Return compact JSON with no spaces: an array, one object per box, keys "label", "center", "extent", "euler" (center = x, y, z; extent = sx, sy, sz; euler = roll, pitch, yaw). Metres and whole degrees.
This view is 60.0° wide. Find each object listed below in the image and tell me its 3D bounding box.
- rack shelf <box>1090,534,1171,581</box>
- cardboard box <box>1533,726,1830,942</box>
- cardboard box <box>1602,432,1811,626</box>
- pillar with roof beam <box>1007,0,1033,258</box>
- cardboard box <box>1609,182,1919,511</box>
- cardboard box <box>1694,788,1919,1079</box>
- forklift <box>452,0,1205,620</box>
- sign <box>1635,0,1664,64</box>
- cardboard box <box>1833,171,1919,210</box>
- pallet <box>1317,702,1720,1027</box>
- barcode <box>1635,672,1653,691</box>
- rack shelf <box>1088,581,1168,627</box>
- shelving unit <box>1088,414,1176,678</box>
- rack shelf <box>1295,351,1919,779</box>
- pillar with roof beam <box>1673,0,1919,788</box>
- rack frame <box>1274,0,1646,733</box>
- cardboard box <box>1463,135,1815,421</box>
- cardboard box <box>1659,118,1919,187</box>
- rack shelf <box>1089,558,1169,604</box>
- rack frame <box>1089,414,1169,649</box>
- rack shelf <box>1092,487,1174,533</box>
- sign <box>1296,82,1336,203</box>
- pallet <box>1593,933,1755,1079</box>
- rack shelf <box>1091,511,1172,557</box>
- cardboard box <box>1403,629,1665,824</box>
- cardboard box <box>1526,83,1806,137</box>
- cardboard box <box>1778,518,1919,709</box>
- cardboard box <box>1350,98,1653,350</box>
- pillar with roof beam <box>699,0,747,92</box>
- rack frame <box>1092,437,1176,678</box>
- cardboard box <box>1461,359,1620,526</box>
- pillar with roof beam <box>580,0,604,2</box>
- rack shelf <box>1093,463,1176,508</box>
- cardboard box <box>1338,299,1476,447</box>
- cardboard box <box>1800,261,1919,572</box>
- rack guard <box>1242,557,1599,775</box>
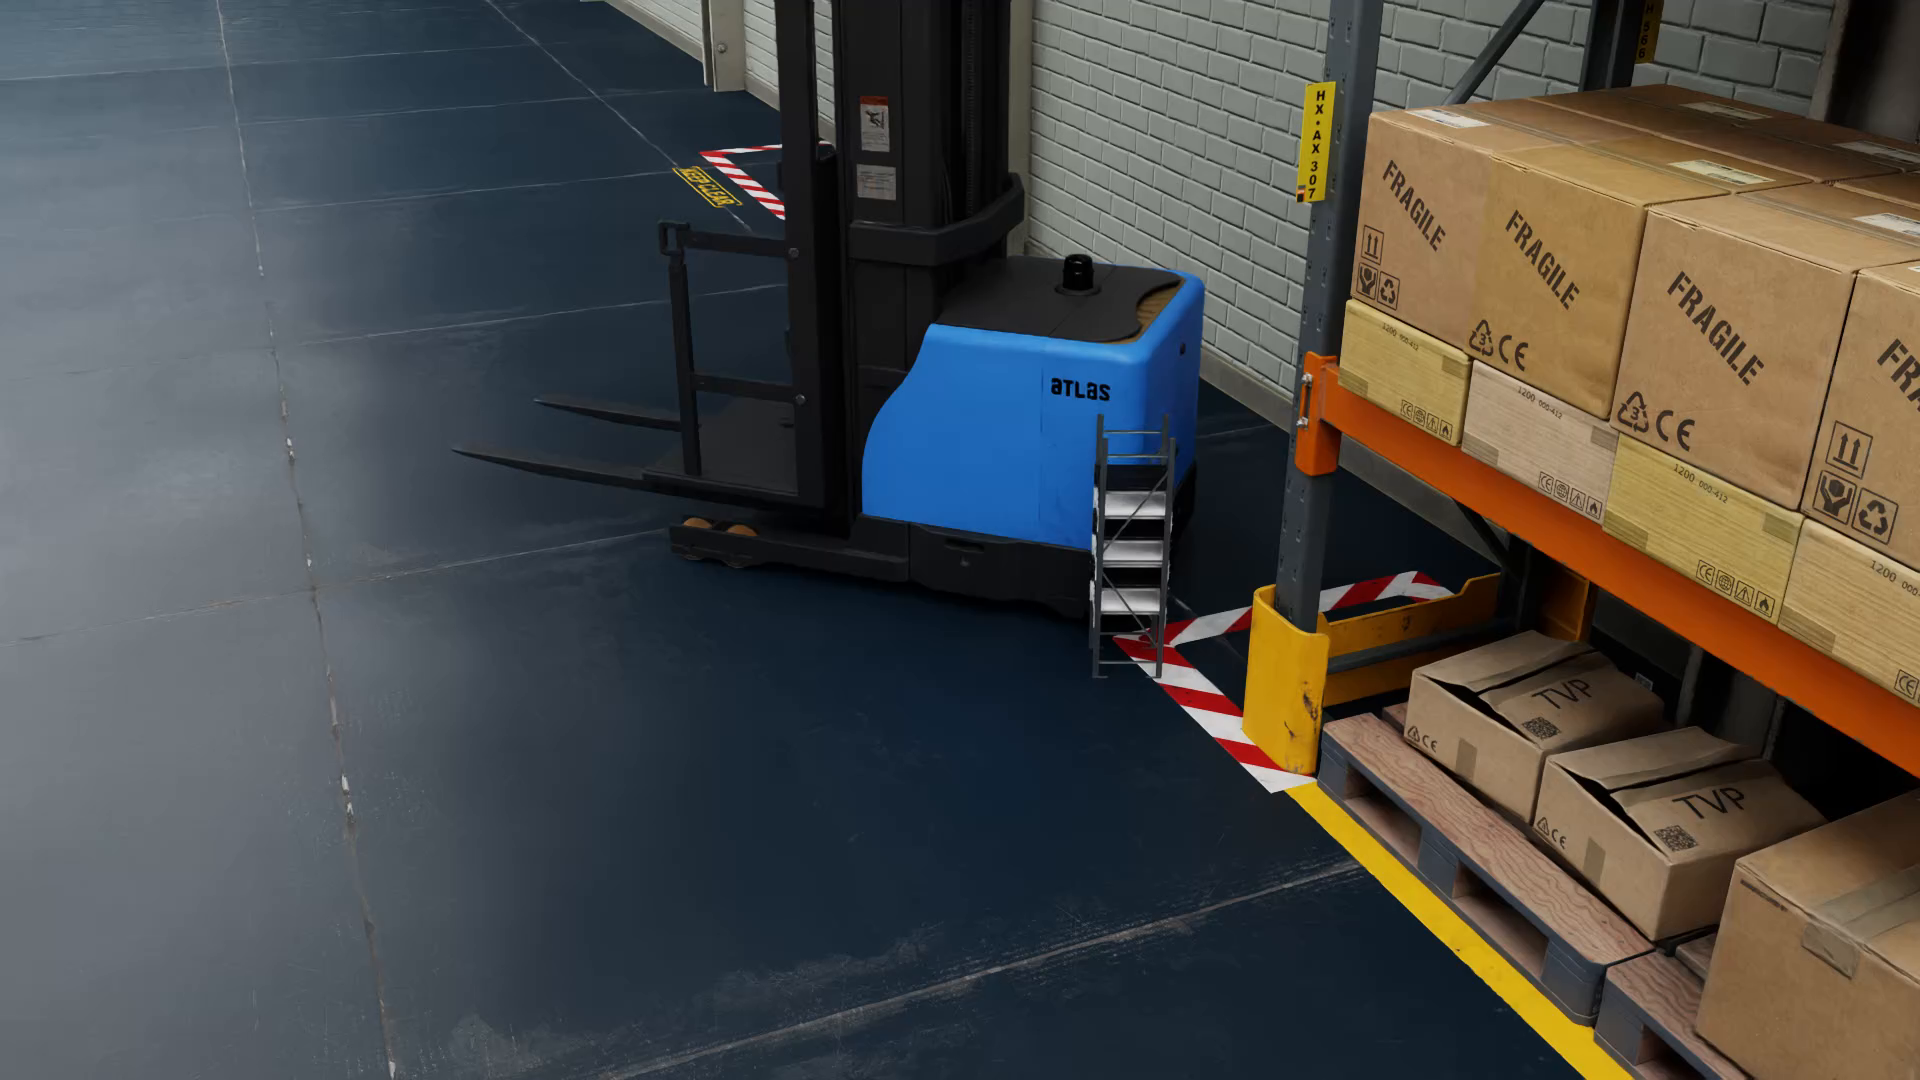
[{"label":"rack shelf","center":[0.579,0.059,5.679],"extent":[0.258,0.077,0.200],"euler":[0,26,0]},{"label":"cardboard box","center":[1.895,0.735,4.388],"extent":[0.500,0.311,0.500],"euler":[-8,27,-16]},{"label":"cardboard box","center":[1.793,-0.076,3.636],"extent":[0.500,0.250,0.500],"euler":[-11,28,-21]},{"label":"pillar with roof beam","center":[-3.758,-5.045,6.825],"extent":[9.100,9.000,0.400],"euler":[-11,28,-21]},{"label":"cardboard box","center":[1.775,-0.423,3.492],"extent":[0.500,0.500,0.500],"euler":[-12,28,-22]},{"label":"cardboard box","center":[2.136,0.955,3.723],"extent":[0.700,0.500,0.500],"euler":[-12,29,-24]},{"label":"forklift","center":[-0.616,-1.412,6.301],"extent":[3.031,2.935,1.130],"euler":[9,27,18]},{"label":"sign","center":[2.002,-1.550,4.825],"extent":[0.100,0.325,0.005],"euler":[-11,28,-21]},{"label":"cardboard box","center":[2.258,-0.512,3.673],"extent":[0.500,0.500,0.500],"euler":[-11,28,-22]},{"label":"pallet","center":[1.799,0.818,4.835],"extent":[1.003,0.211,1.213],"euler":[-11,28,-21]},{"label":"barcode","center":[2.046,0.440,4.983],"extent":[0.001,0.075,0.075],"euler":[-11,28,-21]},{"label":"rack shelf","center":[0.580,0.221,5.758],"extent":[0.258,0.077,0.200],"euler":[0,26,0]},{"label":"shelving unit","center":[0.579,0.029,5.664],"extent":[0.258,0.900,0.210],"euler":[0,26,0]},{"label":"rack shelf","center":[2.266,0.331,3.474],"extent":[1.077,0.370,4.000],"euler":[-11,28,-21]},{"label":"pillar with roof beam","center":[-1.408,-2.622,1.864],"extent":[9.100,9.000,0.400],"euler":[-11,28,-21]},{"label":"rack frame","center":[1.483,-0.800,4.970],"extent":[1.000,3.000,0.127],"euler":[-11,28,-21]},{"label":"cardboard box","center":[1.578,-0.633,3.921],"extent":[0.500,0.500,0.500],"euler":[-10,28,-20]},{"label":"cardboard box","center":[2.051,-0.720,4.099],"extent":[0.500,0.500,0.500],"euler":[-10,28,-20]},{"label":"rack shelf","center":[0.579,0.140,5.718],"extent":[0.258,0.077,0.200],"euler":[0,26,0]},{"label":"rack frame","center":[0.580,-0.015,5.755],"extent":[0.240,0.900,0.006],"euler":[0,26,0]},{"label":"rack shelf","center":[0.579,-0.102,5.600],"extent":[0.258,0.077,0.200],"euler":[0,26,0]},{"label":"sign","center":[0.984,-1.096,4.589],"extent":[0.100,0.325,0.005],"euler":[-11,28,-21]},{"label":"pallet","center":[2.272,1.309,3.828],"extent":[1.003,0.211,1.213],"euler":[-11,28,-21]},{"label":"rack shelf","center":[0.579,-0.022,5.639],"extent":[0.258,0.077,0.200],"euler":[0,26,0]},{"label":"cardboard box","center":[1.671,0.505,4.860],"extent":[0.500,0.311,0.500],"euler":[-14,29,-26]},{"label":"cardboard box","center":[1.863,-0.925,4.519],"extent":[0.500,0.500,0.500],"euler":[-11,28,-21]},{"label":"cardboard box","center":[1.989,0.128,3.217],"extent":[0.500,0.250,0.500],"euler":[-10,28,-20]},{"label":"cardboard box","center":[1.394,-0.834,4.333],"extent":[0.500,0.500,0.500],"euler":[-11,28,-21]},{"label":"pillar with roof beam","center":[-6.107,-7.467,11.786],"extent":[9.100,9.000,0.400],"euler":[-11,28,-21]},{"label":"rack frame","center":[0.579,0.074,5.573],"extent":[0.240,0.900,0.006],"euler":[0,26,0]},{"label":"cardboard box","center":[1.599,-0.283,4.059],"extent":[0.500,0.250,0.500],"euler":[-11,28,-22]},{"label":"pillar with roof beam","center":[-8.457,-9.889,16.747],"extent":[9.100,9.000,0.400],"euler":[-11,28,-21]},{"label":"rack shelf","center":[0.579,-0.183,5.560],"extent":[0.258,0.077,0.200],"euler":[0,26,0]},{"label":"cardboard box","center":[1.382,-0.490,4.483],"extent":[0.500,0.250,0.500],"euler":[-11,28,-22]},{"label":"cardboard box","center":[1.988,-0.217,3.069],"extent":[0.500,0.500,0.500],"euler":[-10,28,-19]},{"label":"rack guard","center":[1.513,0.354,5.456],"extent":[1.175,0.500,0.348],"euler":[-11,28,-21]}]
